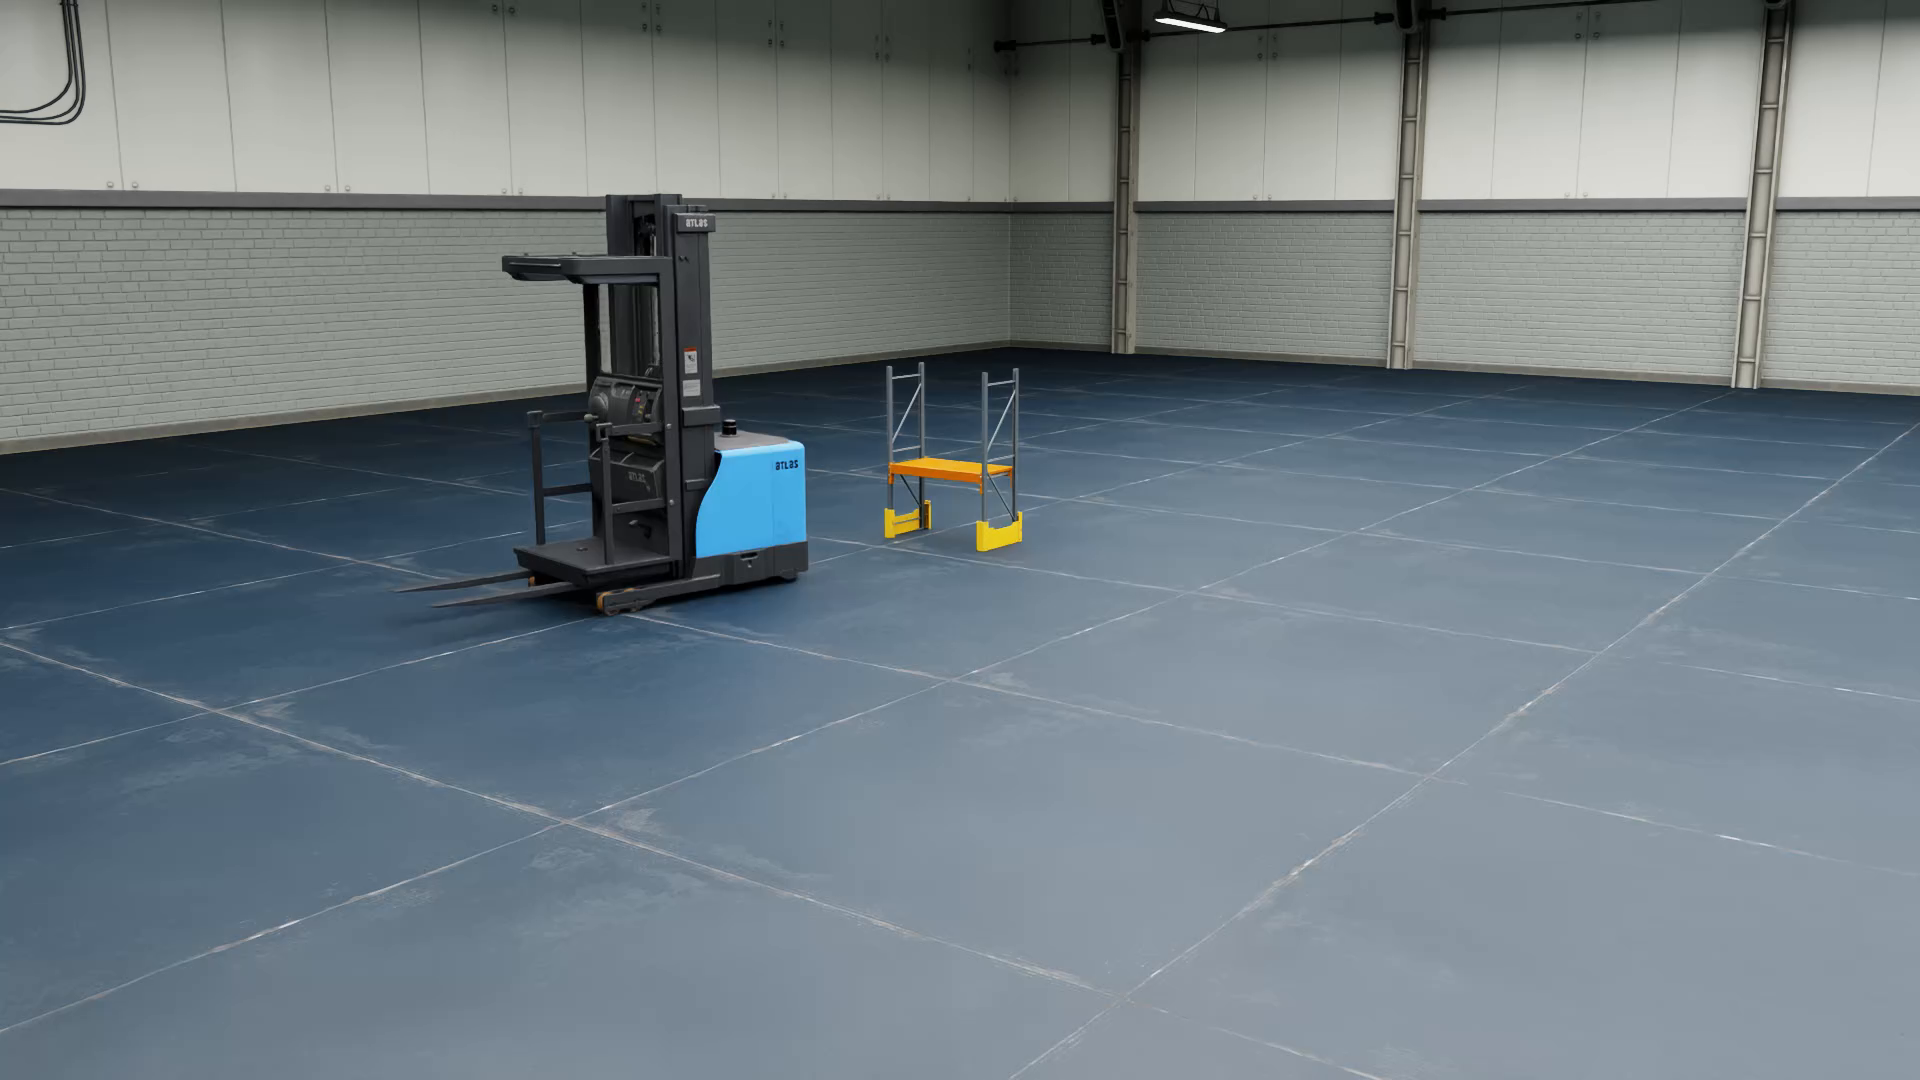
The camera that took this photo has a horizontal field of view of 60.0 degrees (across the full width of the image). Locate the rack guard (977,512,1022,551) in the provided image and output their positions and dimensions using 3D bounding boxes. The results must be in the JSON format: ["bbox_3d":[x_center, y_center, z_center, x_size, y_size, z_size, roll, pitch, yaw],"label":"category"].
[{"bbox_3d":[0.340,-0.075,14.261,0.087,0.250,0.587,8,13,36],"label":"rack guard"}]

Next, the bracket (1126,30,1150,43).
[{"bbox_3d":[3.525,-9.975,32.921,0.430,0.232,0.235,8,13,36],"label":"bracket"}]

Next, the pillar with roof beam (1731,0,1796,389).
[{"bbox_3d":[10.524,-6.300,23.405,0.548,9.000,9.100,8,13,36],"label":"pillar with roof beam"}]

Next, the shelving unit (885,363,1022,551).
[{"bbox_3d":[-0.061,-0.745,14.432,1.083,1.500,0.587,8,13,36],"label":"shelving unit"}]

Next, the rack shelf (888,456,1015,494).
[{"bbox_3d":[-0.069,-0.569,14.471,1.000,0.185,0.538,8,13,36],"label":"rack shelf"}]

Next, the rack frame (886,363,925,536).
[{"bbox_3d":[-0.478,-0.803,14.732,0.032,1.500,0.500,8,13,36],"label":"rack frame"}]

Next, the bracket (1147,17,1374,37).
[{"bbox_3d":[5.601,-9.685,31.424,4.783,0.066,0.076,8,13,36],"label":"bracket"}]

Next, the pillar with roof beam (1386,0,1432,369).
[{"bbox_3d":[5.688,-6.975,26.892,0.548,9.000,9.100,8,13,36],"label":"pillar with roof beam"}]

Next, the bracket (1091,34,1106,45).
[{"bbox_3d":[2.856,-10.068,33.404,0.430,0.232,0.235,8,13,36],"label":"bracket"}]

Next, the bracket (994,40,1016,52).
[{"bbox_3d":[0.945,-10.335,34.781,0.430,0.232,0.235,8,13,36],"label":"bracket"}]

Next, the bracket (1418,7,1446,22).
[{"bbox_3d":[8.361,-9.300,29.435,0.430,0.232,0.235,8,13,36],"label":"bracket"}]

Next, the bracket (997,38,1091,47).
[{"bbox_3d":[1.421,-10.268,34.438,3.189,0.066,0.076,8,13,36],"label":"bracket"}]

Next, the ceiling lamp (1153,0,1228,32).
[{"bbox_3d":[3.579,-9.981,27.060,0.800,3.185,2.000,8,13,36],"label":"ceiling lamp"}]

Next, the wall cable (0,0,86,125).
[{"bbox_3d":[-11.205,-7.141,18.797,0.169,6.003,2.305,8,13,36],"label":"wall cable"}]

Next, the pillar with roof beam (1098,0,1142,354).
[{"bbox_3d":[0.852,-7.650,30.379,0.548,9.000,9.100,8,13,36],"label":"pillar with roof beam"}]

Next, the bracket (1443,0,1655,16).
[{"bbox_3d":[10.437,-9.011,27.937,4.783,0.066,0.076,8,13,36],"label":"bracket"}]

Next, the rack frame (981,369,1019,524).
[{"bbox_3d":[0.341,-0.689,14.141,0.032,1.500,0.500,8,13,36],"label":"rack frame"}]

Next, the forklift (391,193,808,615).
[{"bbox_3d":[-2.611,-1.017,12.067,3.031,2.935,1.130,-10,15,-41],"label":"forklift"}]

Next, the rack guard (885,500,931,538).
[{"bbox_3d":[-0.463,-0.187,14.840,0.087,0.250,0.587,8,13,36],"label":"rack guard"}]

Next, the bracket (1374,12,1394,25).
[{"bbox_3d":[7.692,-9.394,29.917,0.430,0.232,0.235,8,13,36],"label":"bracket"}]
